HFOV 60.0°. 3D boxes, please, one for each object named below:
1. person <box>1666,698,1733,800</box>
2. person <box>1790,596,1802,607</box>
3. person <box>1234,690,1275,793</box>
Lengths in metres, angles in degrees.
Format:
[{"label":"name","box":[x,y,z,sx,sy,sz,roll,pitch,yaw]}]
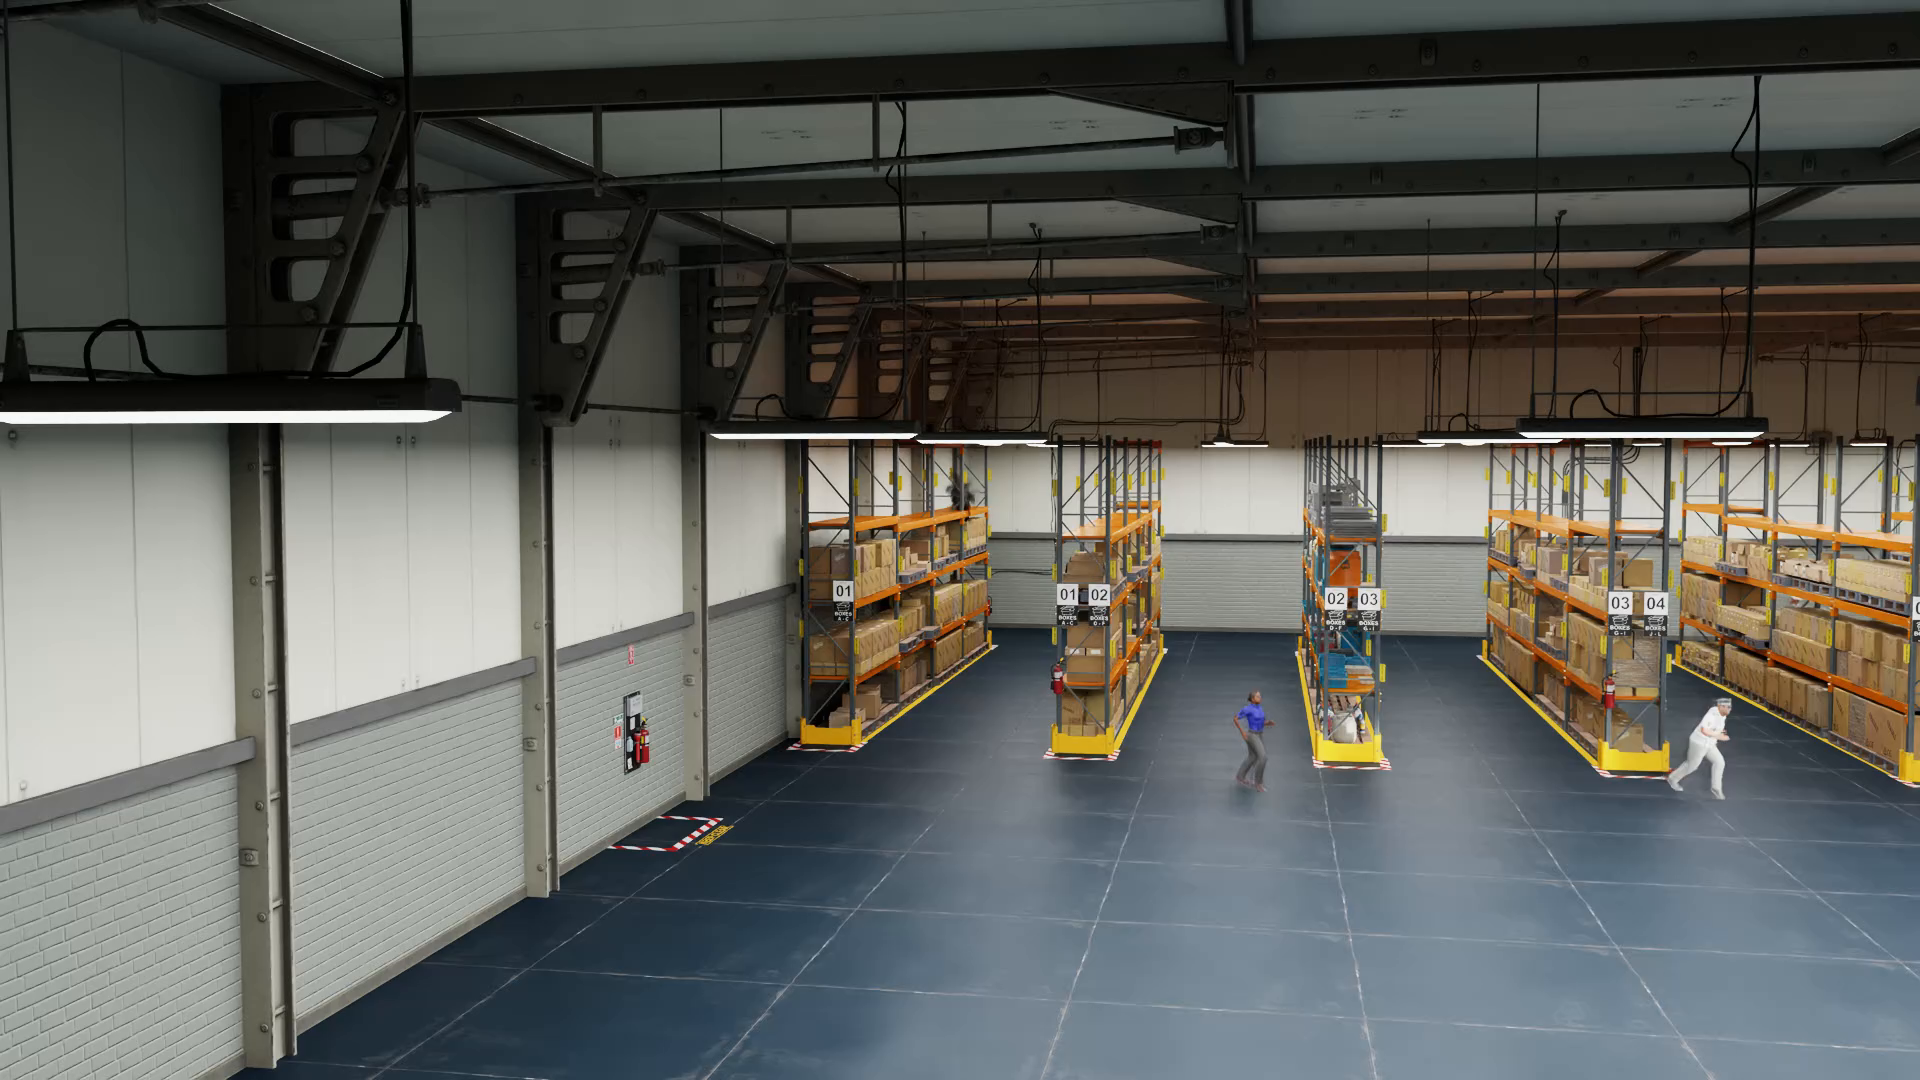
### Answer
[{"label":"person","box":[12.239,3.430,27.525,1.014,1.722,0.706,3,4,42]},{"label":"person","box":[22.866,2.387,45.344,0.936,1.815,0.664,1,3,17]},{"label":"person","box":[4.949,3.385,27.992,0.756,1.717,0.544,2,4,35]}]
